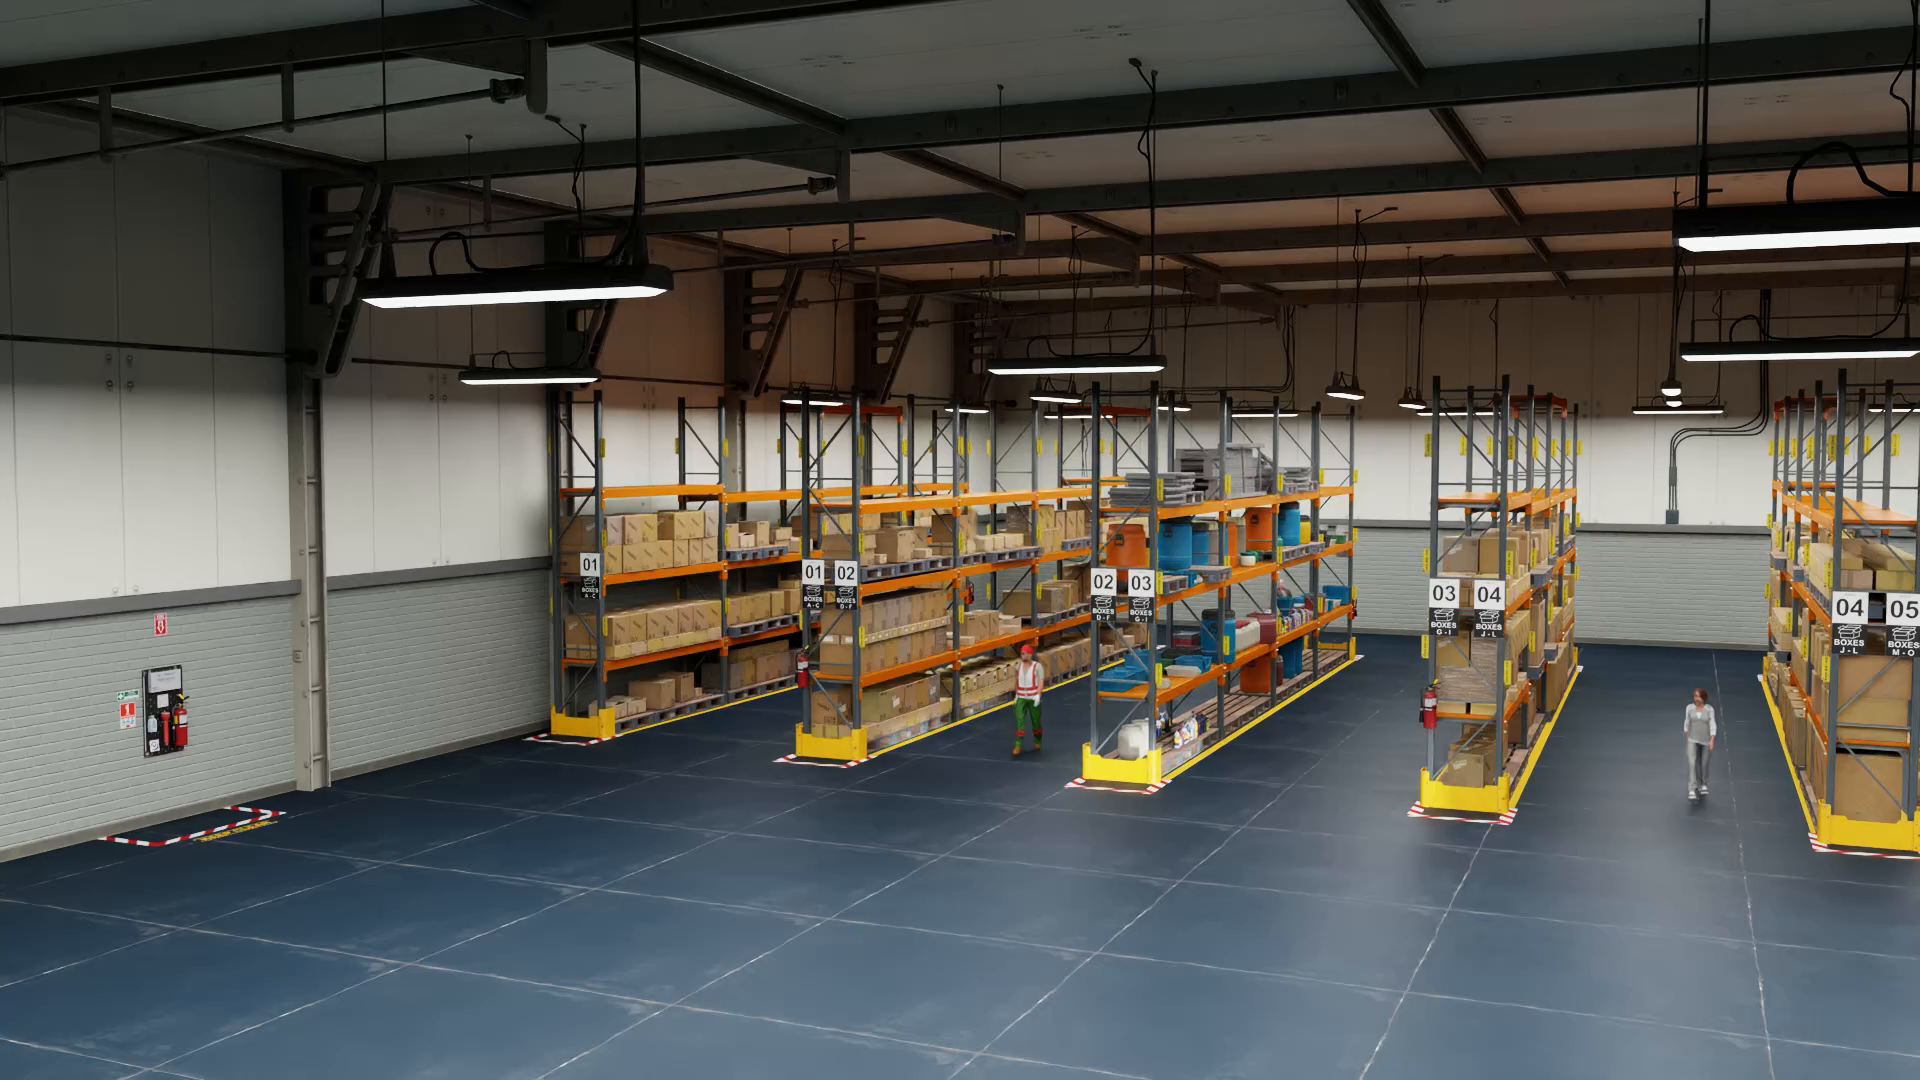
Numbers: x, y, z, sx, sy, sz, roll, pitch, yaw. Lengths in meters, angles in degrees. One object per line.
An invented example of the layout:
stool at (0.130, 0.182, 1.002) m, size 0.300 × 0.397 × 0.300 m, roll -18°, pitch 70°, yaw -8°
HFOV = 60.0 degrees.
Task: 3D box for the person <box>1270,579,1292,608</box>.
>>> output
person at (8.236, 1.827, 42.386) m, size 0.543 × 1.668 × 1.115 m, roll -2°, pitch 4°, yaw -27°

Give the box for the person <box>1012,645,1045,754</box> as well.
person at (1.094, 2.595, 27.193) m, size 0.565 × 1.746 × 0.978 m, roll 1°, pitch 3°, yaw 21°

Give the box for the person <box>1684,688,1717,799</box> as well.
person at (10.551, 2.901, 23.713) m, size 0.432 × 1.537 × 0.903 m, roll 2°, pitch 4°, yaw 26°
